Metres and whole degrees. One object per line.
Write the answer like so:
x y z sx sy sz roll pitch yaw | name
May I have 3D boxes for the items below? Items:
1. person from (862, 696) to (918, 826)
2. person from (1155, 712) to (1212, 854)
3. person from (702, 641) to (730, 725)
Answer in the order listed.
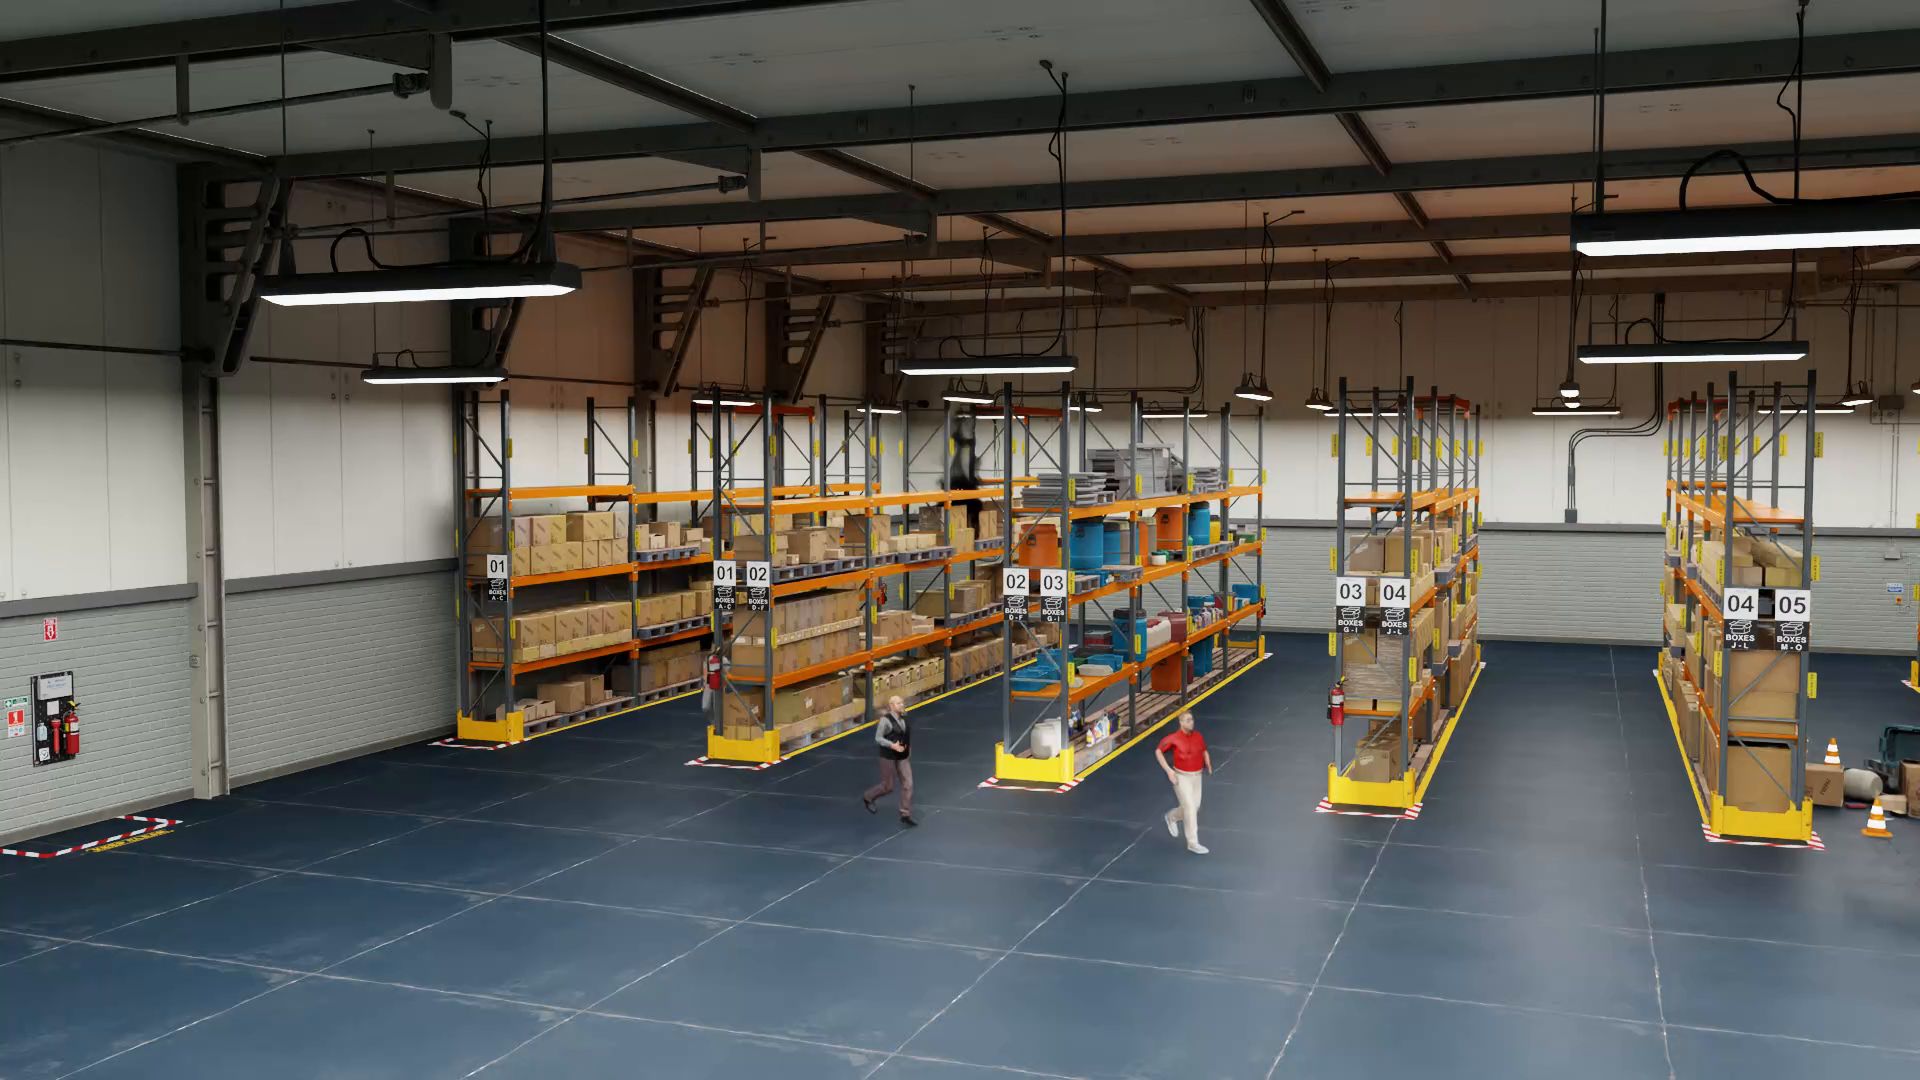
-0.918 2.921 22.229 0.648 1.709 0.934 -3 4 -44 | person
2.820 2.992 20.778 0.691 1.701 0.896 -2 4 -32 | person
-4.292 2.581 29.010 0.545 1.643 0.514 1 3 15 | person
